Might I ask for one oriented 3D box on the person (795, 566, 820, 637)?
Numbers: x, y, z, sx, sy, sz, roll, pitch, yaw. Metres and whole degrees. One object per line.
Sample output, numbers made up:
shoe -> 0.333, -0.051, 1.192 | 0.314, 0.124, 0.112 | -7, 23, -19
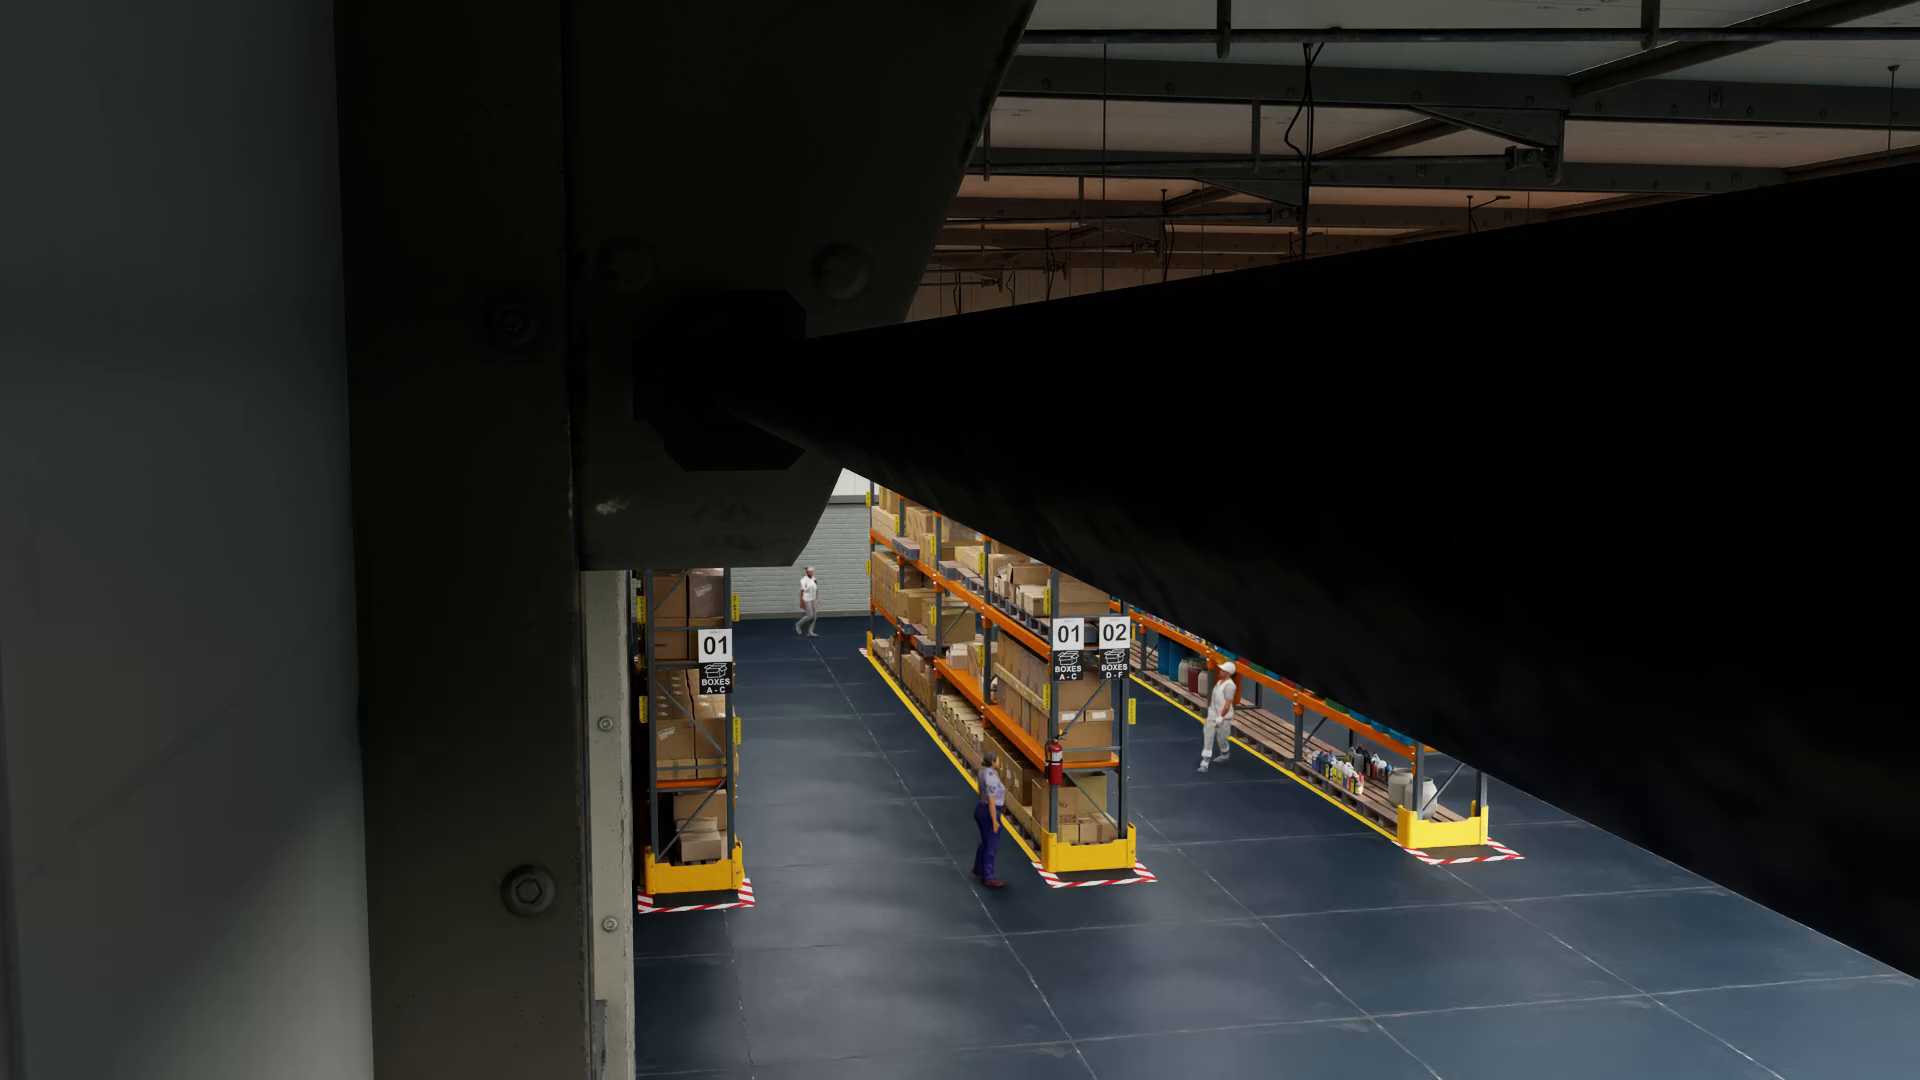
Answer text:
person -> -3.570, 1.421, 38.974 | 0.514, 1.678, 0.460 | 3, 7, 25

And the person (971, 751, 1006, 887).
person -> 0.361, 3.419, 20.371 | 0.359, 1.699, 0.574 | -1, 6, -13

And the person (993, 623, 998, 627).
person -> 0.955, 1.269, 40.434 | 0.556, 1.736, 0.499 | -4, 7, -31

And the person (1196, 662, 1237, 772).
person -> 4.075, 2.763, 25.966 | 0.510, 1.725, 0.954 | 3, 7, 28
